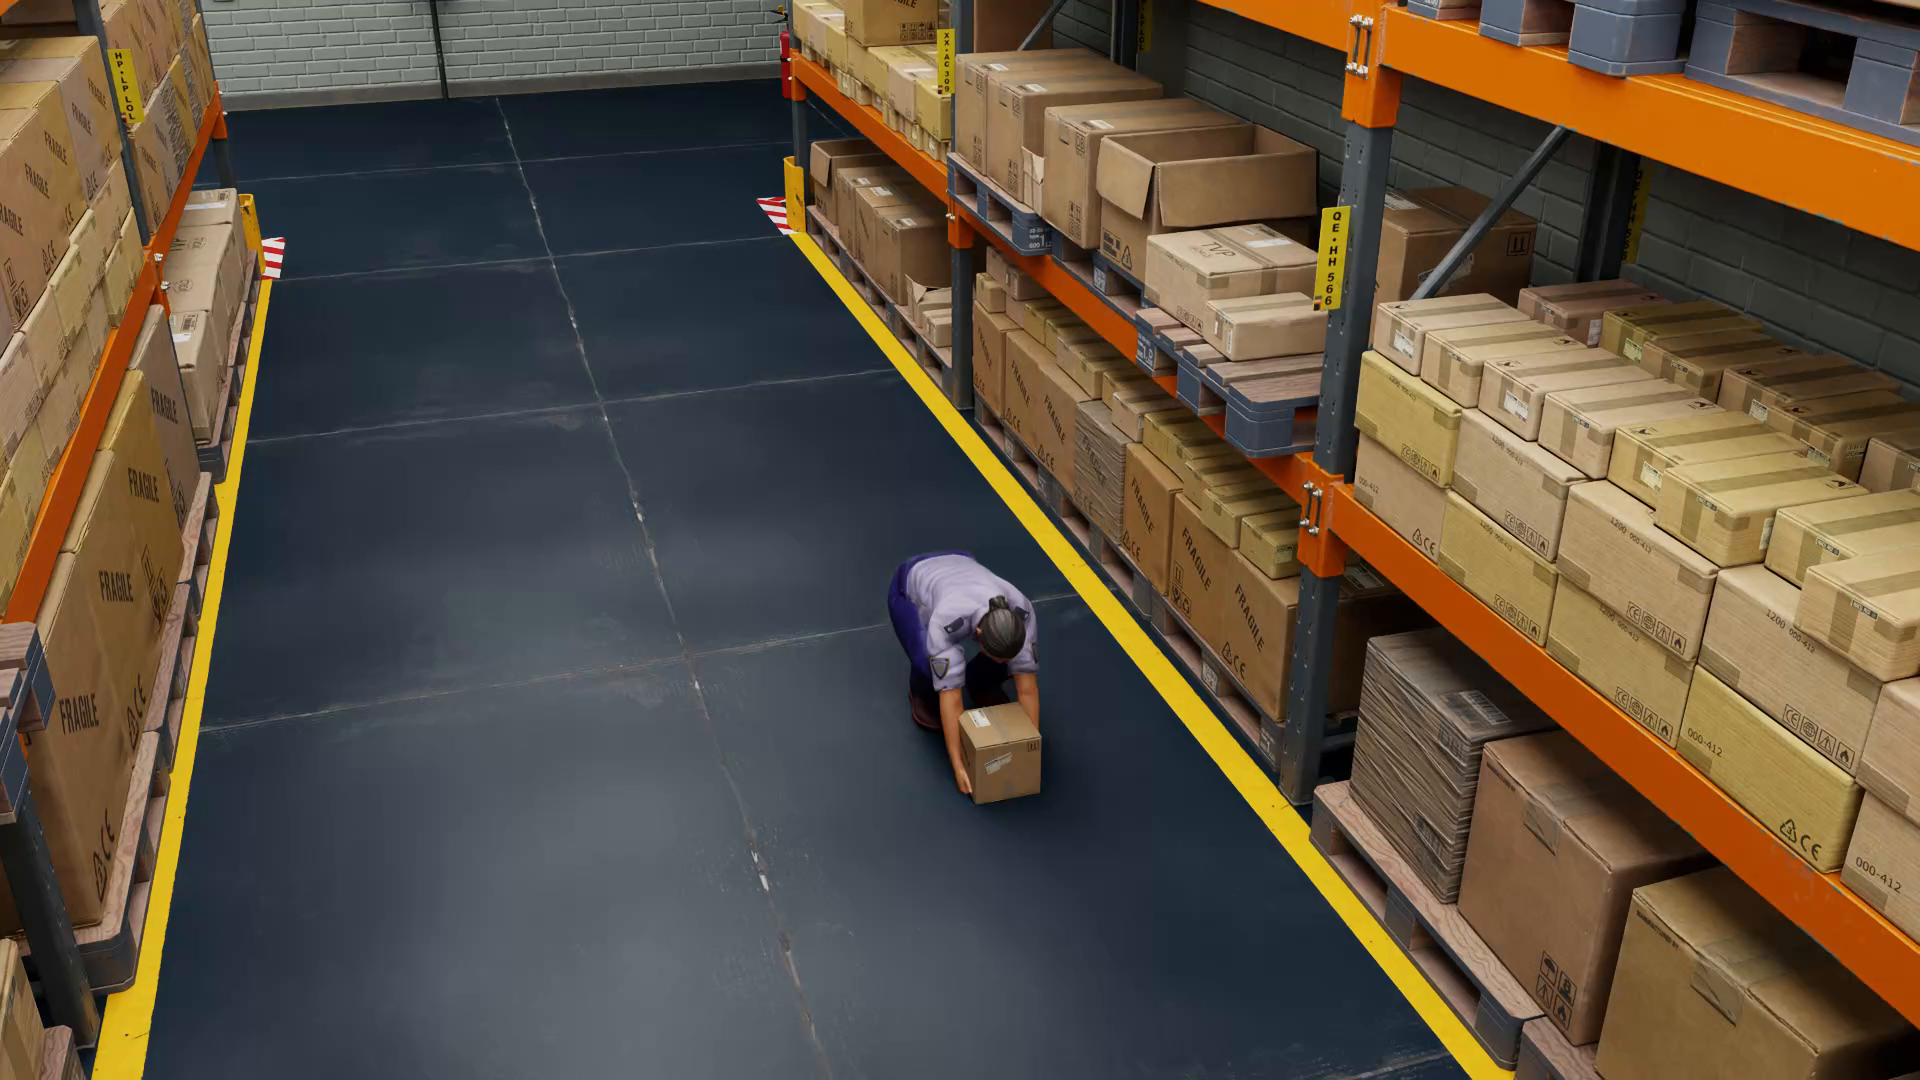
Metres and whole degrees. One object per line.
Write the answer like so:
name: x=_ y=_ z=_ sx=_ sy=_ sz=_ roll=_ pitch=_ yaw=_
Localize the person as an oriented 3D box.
person: x=0.042 y=0.441 z=6.370 sx=0.491 sy=0.698 sz=0.962 roll=-9 pitch=28 yaw=-17
